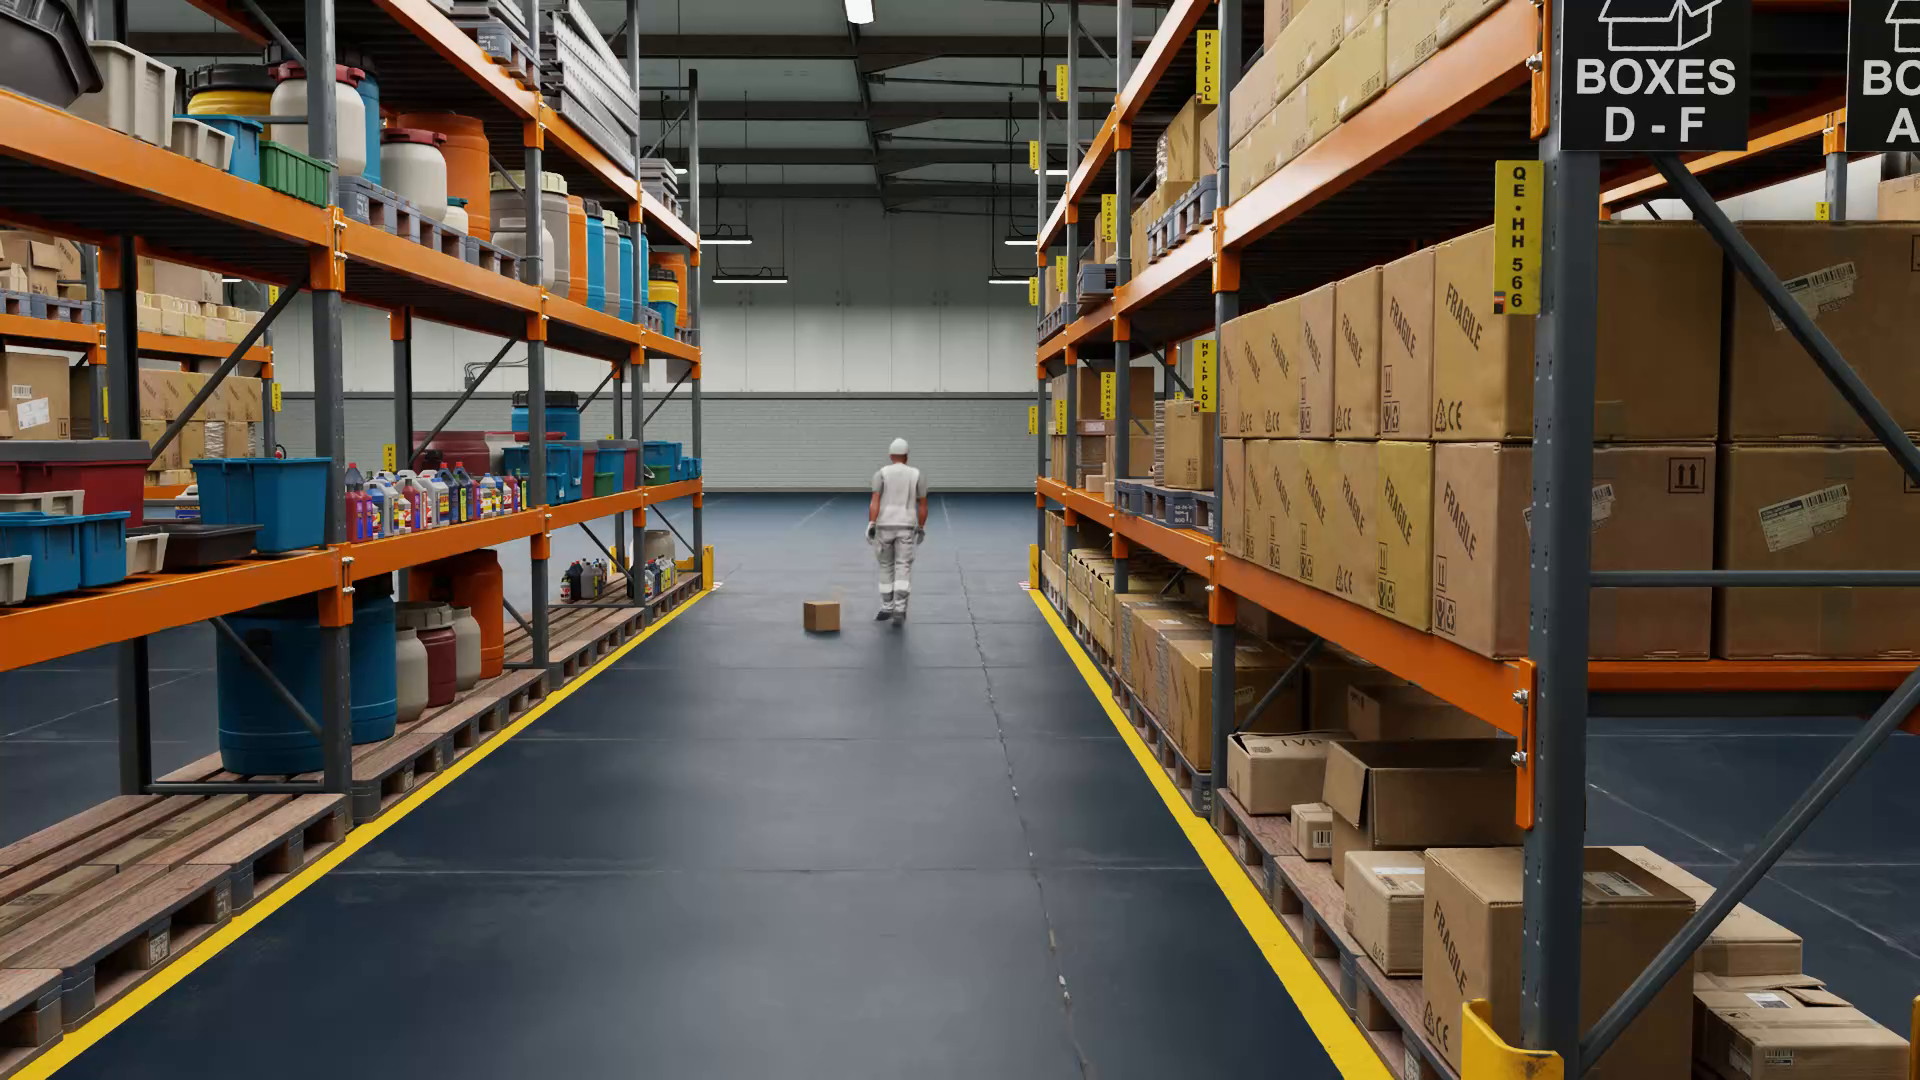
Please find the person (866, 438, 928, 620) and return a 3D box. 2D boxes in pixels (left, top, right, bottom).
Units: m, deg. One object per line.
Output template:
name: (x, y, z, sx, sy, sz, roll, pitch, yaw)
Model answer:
person: (-0.604, -0.121, 16.133, 0.581, 1.727, 0.970, 0, 4, 1)
